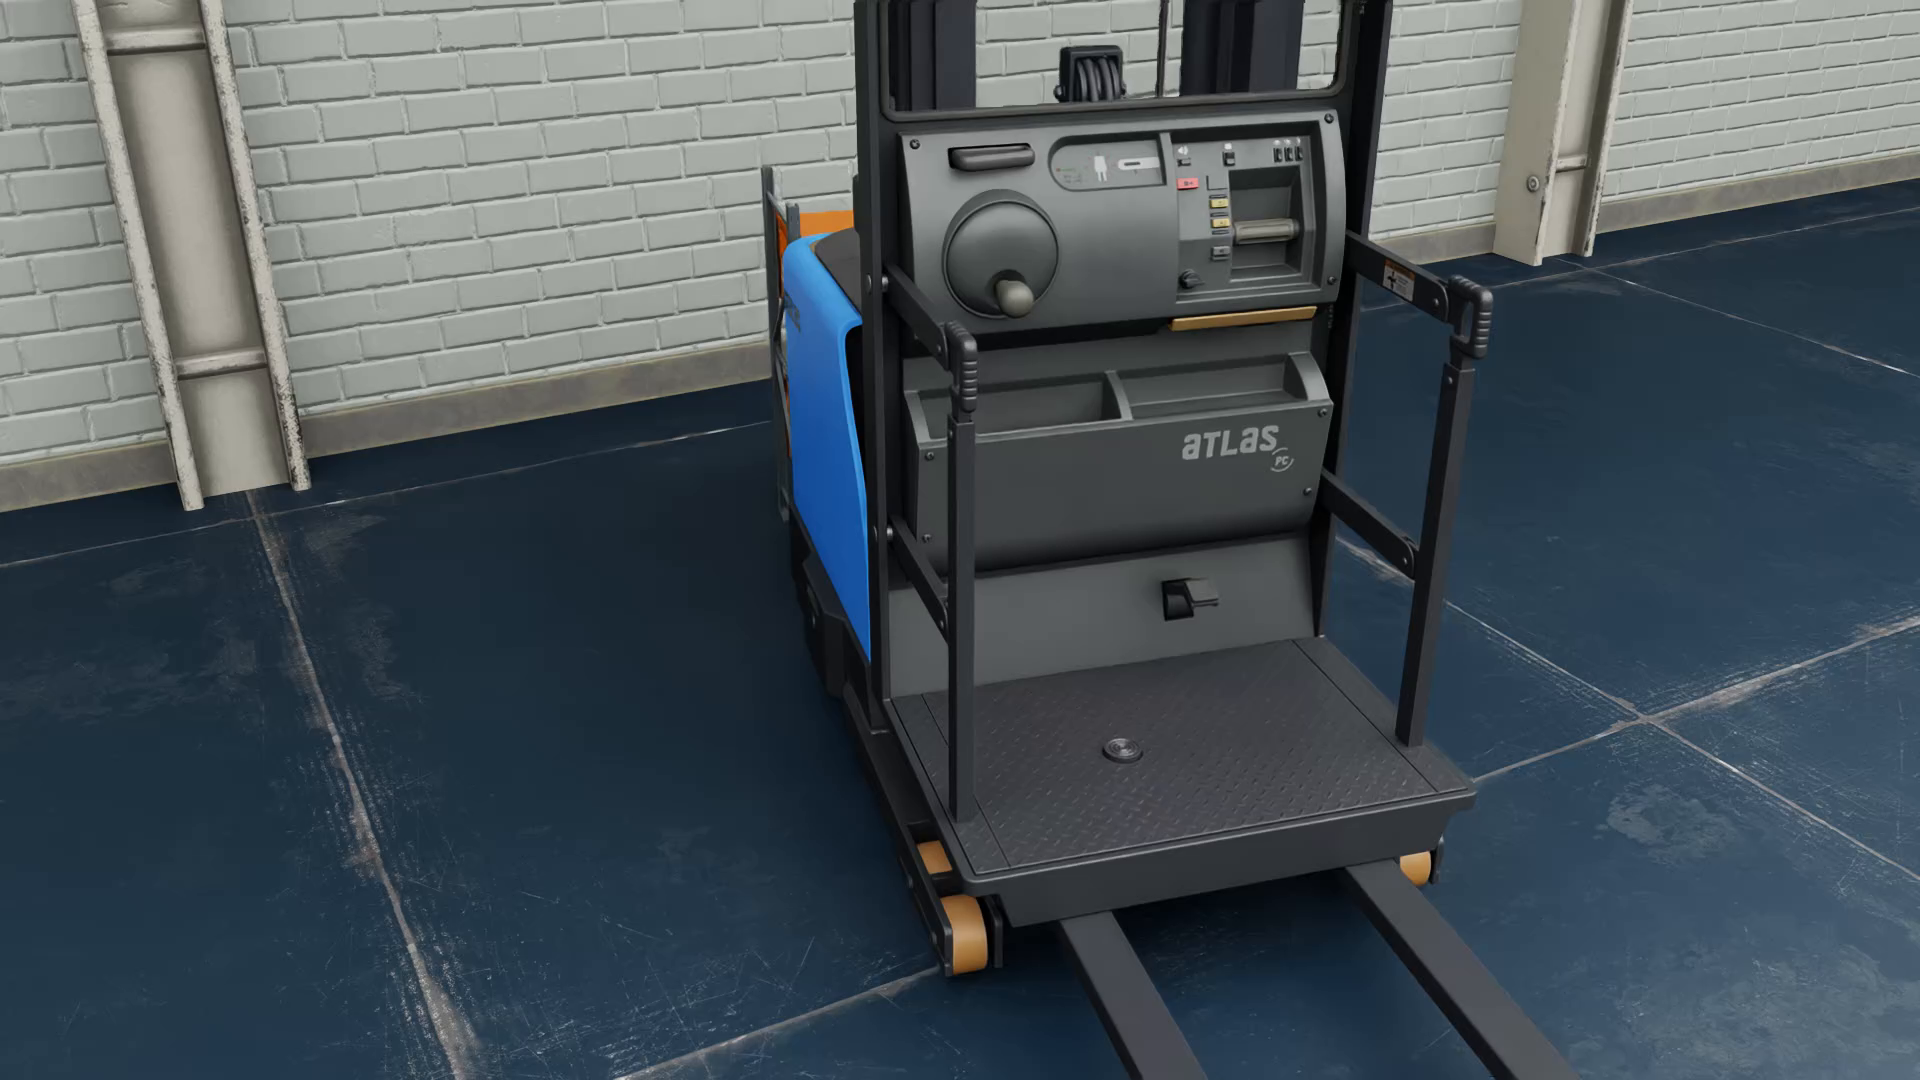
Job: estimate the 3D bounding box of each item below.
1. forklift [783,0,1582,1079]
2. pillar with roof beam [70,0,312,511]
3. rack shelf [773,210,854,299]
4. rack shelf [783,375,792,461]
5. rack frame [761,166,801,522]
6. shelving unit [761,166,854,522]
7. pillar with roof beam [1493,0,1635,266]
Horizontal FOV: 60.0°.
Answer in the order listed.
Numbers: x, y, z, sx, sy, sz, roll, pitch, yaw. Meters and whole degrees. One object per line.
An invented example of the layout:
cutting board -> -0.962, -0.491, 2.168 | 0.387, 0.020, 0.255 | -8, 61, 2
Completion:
forklift -> 0.403, -0.622, 3.160 | 1.130, 2.935, 3.031 | -7, 27, -14
pillar with roof beam -> -0.410, -2.606, 0.281 | 0.400, 9.000, 9.100 | -13, 29, -25
rack shelf -> -0.027, -0.829, 5.001 | 1.000, 0.278, 0.538 | -7, 26, -13
rack shelf -> -0.027, -0.345, 5.234 | 1.000, 0.278, 0.538 | -7, 26, -13
rack frame -> -0.518, -0.509, 5.011 | 0.032, 1.125, 0.500 | -7, 26, -13
shelving unit -> -0.027, -0.565, 5.128 | 1.048, 1.125, 0.538 | -7, 26, -13
pillar with roof beam -> 4.885, -3.828, 2.827 | 0.400, 9.000, 9.100 | -13, 29, -25
